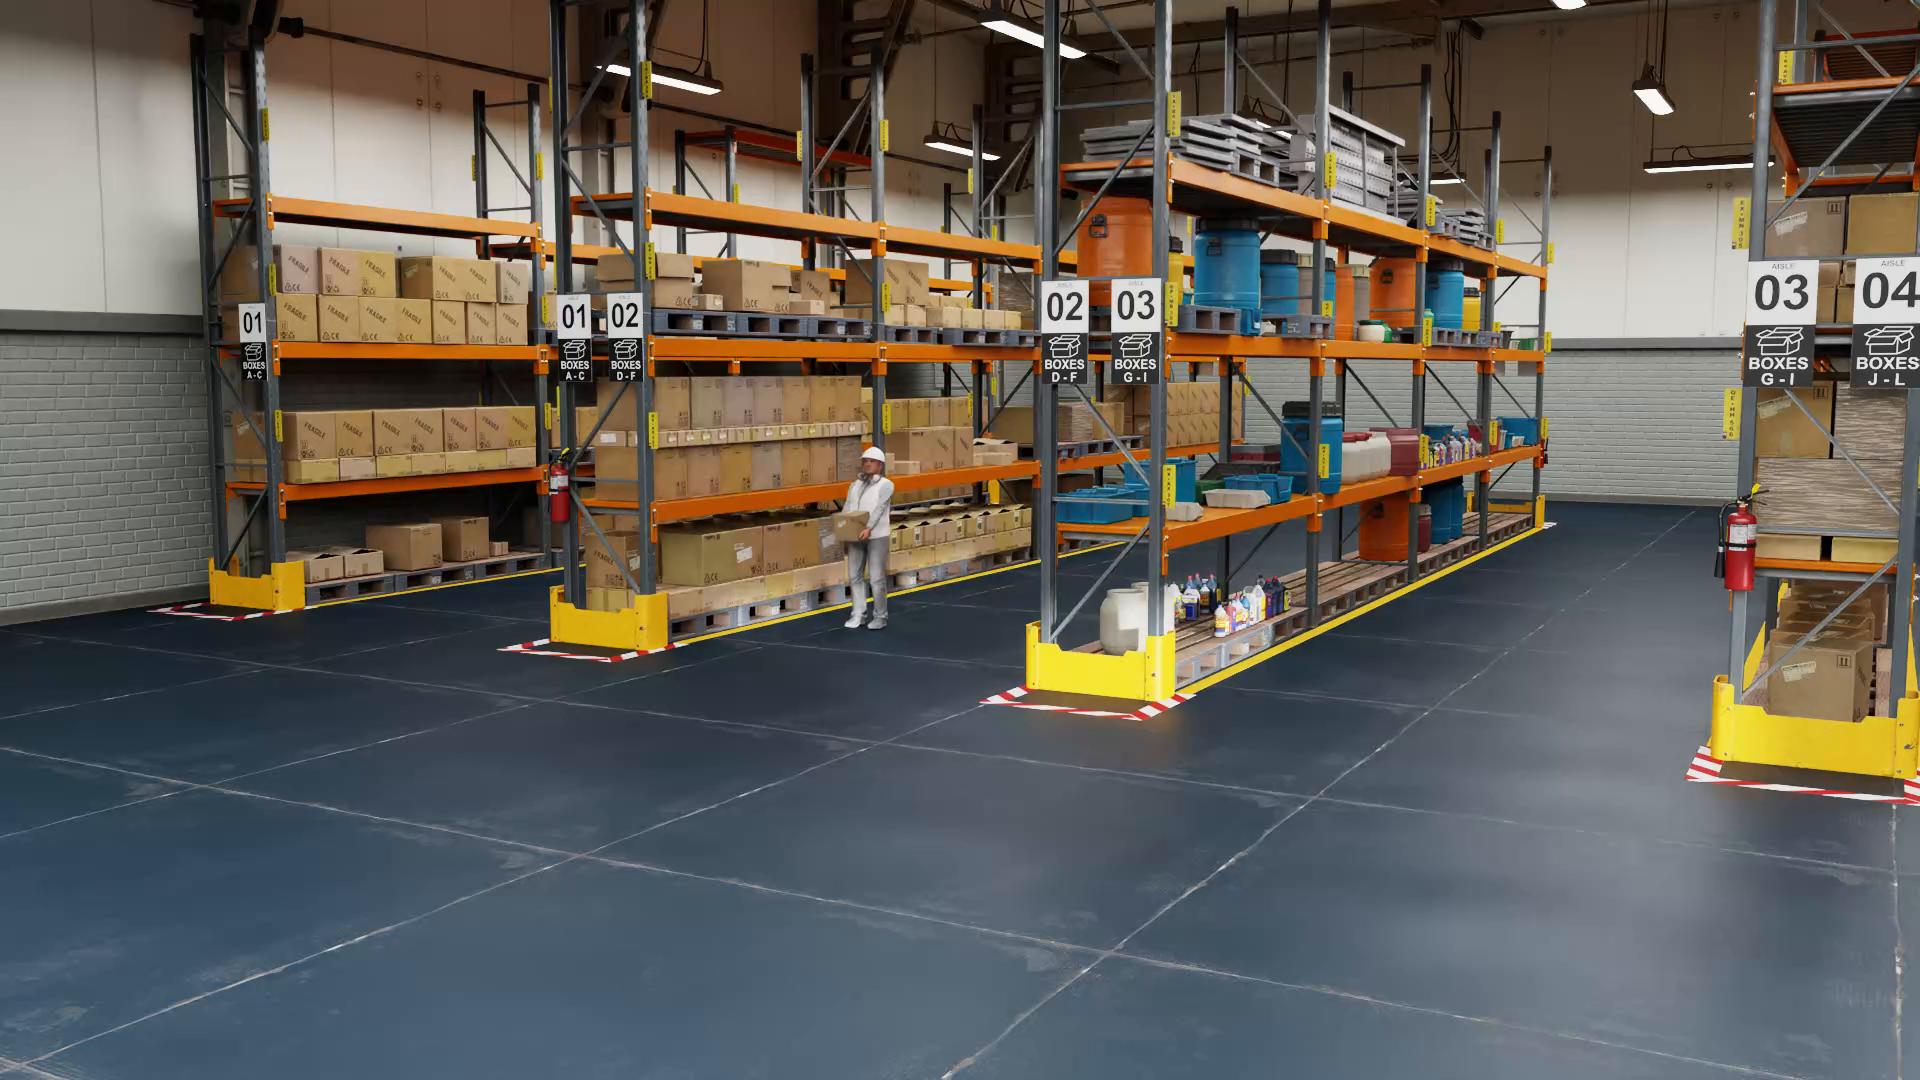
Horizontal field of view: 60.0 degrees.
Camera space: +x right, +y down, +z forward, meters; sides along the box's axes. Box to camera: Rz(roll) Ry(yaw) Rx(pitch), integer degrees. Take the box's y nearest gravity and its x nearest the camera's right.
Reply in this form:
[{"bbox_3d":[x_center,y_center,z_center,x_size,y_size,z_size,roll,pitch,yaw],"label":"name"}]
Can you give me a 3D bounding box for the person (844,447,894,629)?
[{"bbox_3d":[-0.899,-0.024,16.273,0.446,1.762,0.388,3,7,29],"label":"person"}]
